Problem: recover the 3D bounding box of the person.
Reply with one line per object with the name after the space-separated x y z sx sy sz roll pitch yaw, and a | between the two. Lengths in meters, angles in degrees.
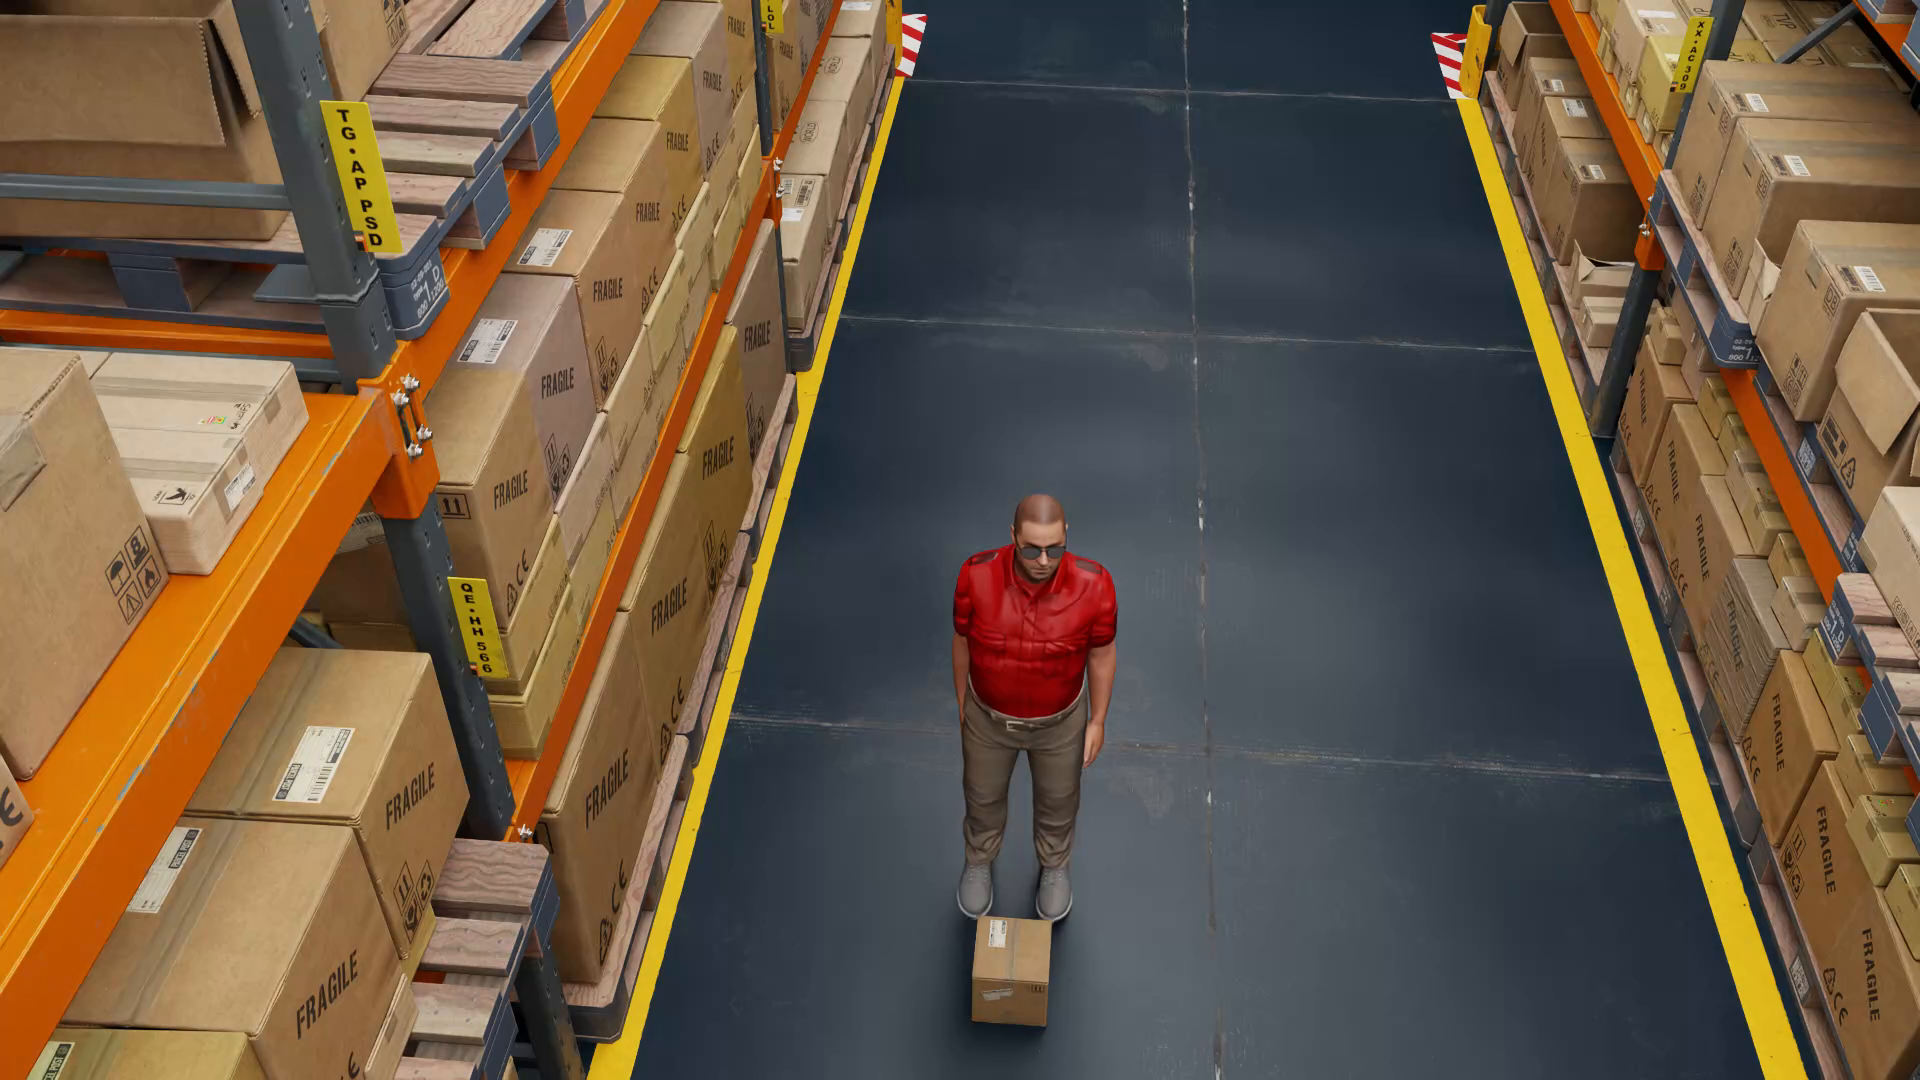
0.233 0.582 5.478 0.531 1.739 0.363 4 40 5 | person
